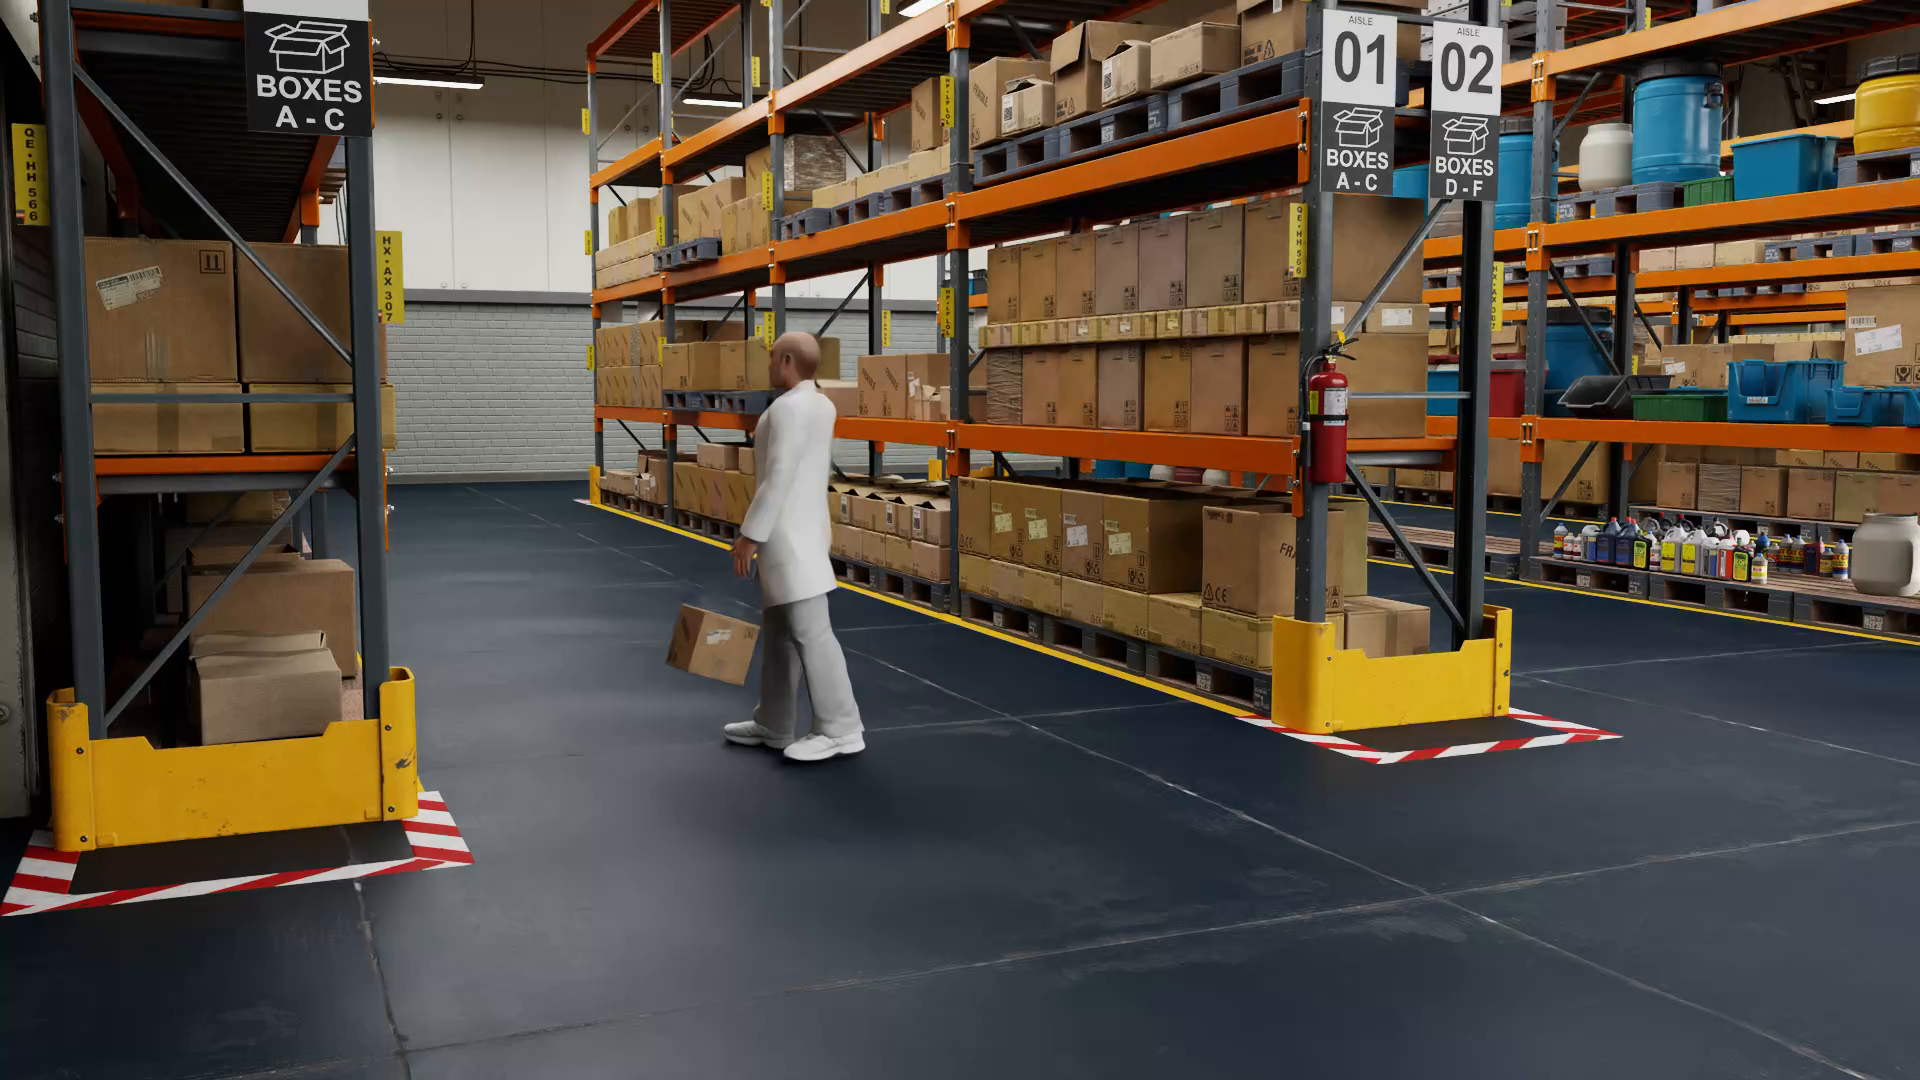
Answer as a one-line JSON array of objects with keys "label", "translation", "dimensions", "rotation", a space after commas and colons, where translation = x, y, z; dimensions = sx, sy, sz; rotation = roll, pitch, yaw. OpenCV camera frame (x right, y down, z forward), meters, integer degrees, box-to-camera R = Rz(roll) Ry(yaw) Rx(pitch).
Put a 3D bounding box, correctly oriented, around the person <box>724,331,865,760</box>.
[{"label": "person", "translation": [-0.725, 0.015, 7.002], "dimensions": [0.678, 1.776, 0.660], "rotation": [1, 5, 8]}]
